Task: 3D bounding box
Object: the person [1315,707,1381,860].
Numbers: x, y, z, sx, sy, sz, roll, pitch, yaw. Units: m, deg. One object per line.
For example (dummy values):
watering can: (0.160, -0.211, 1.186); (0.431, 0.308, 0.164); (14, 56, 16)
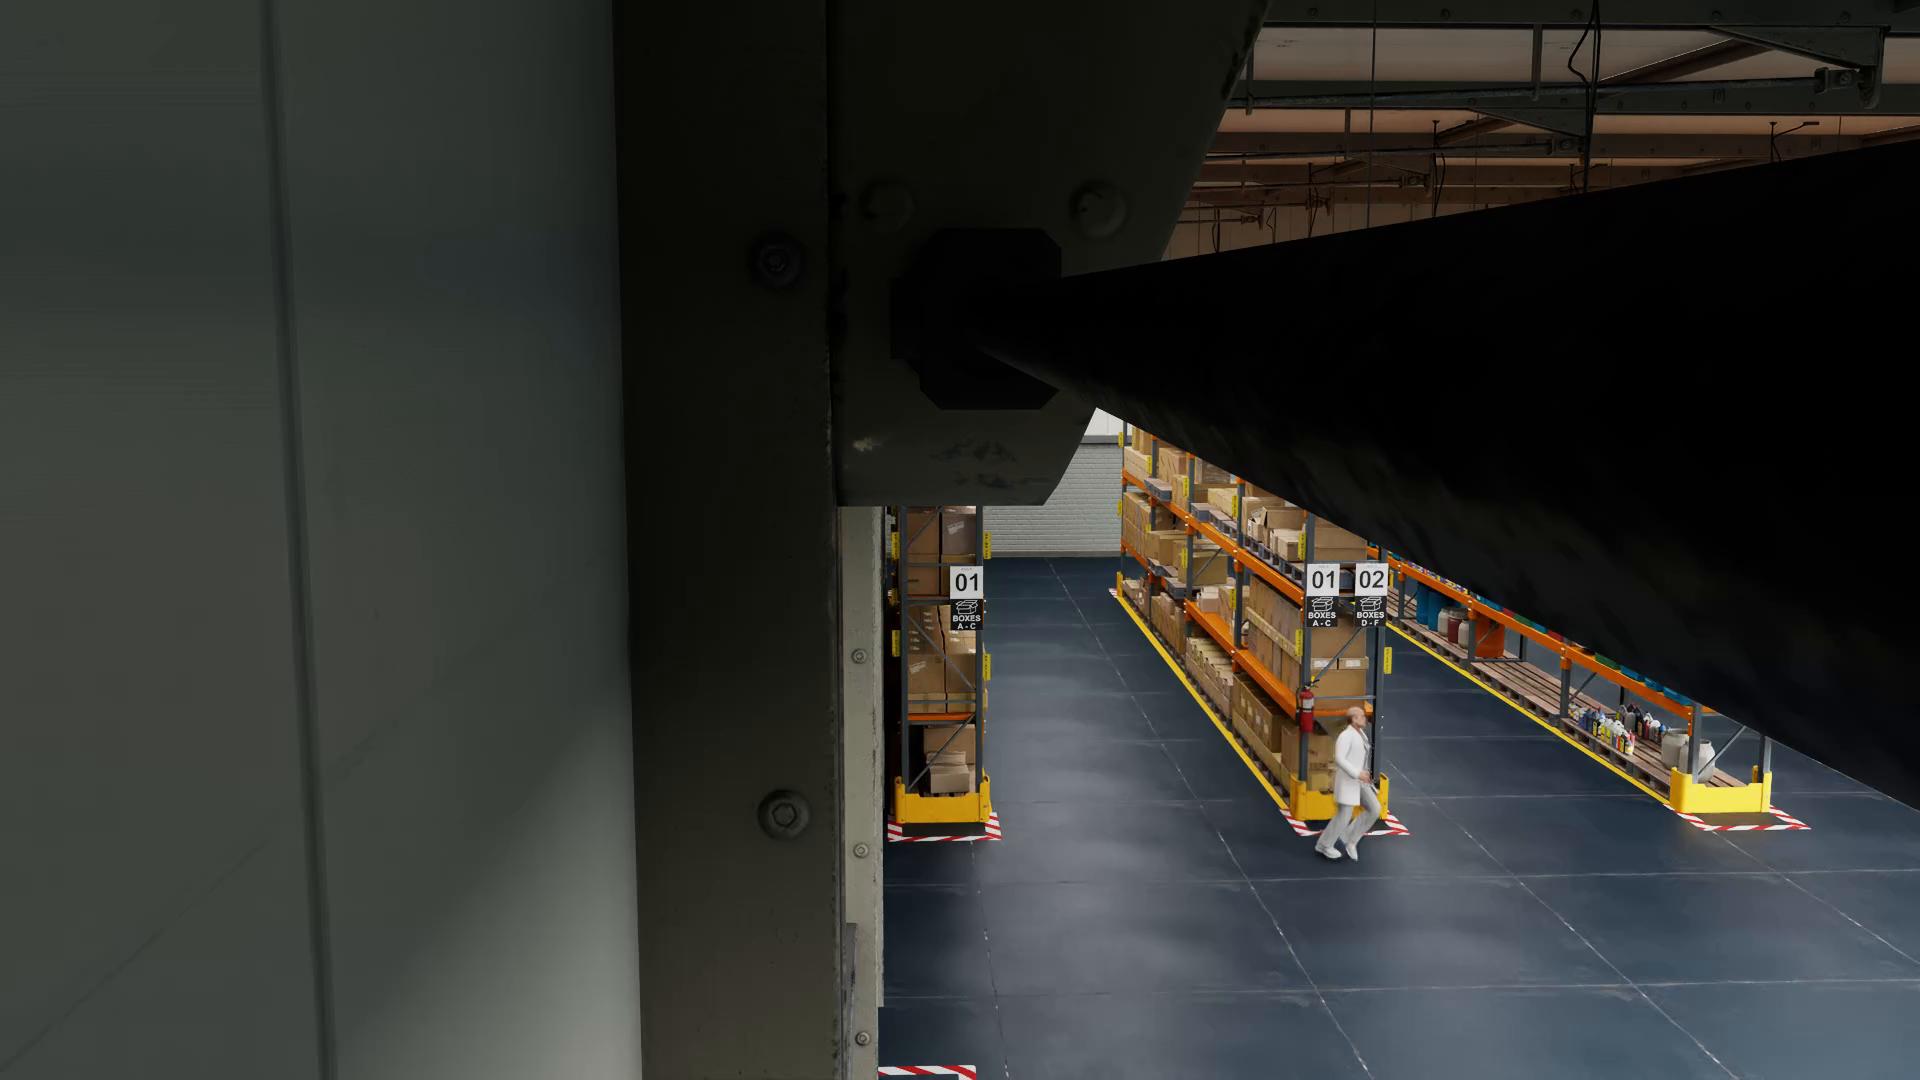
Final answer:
person: (4.534, 2.794, 19.198); (0.672, 1.751, 0.774); (6, 10, 37)
